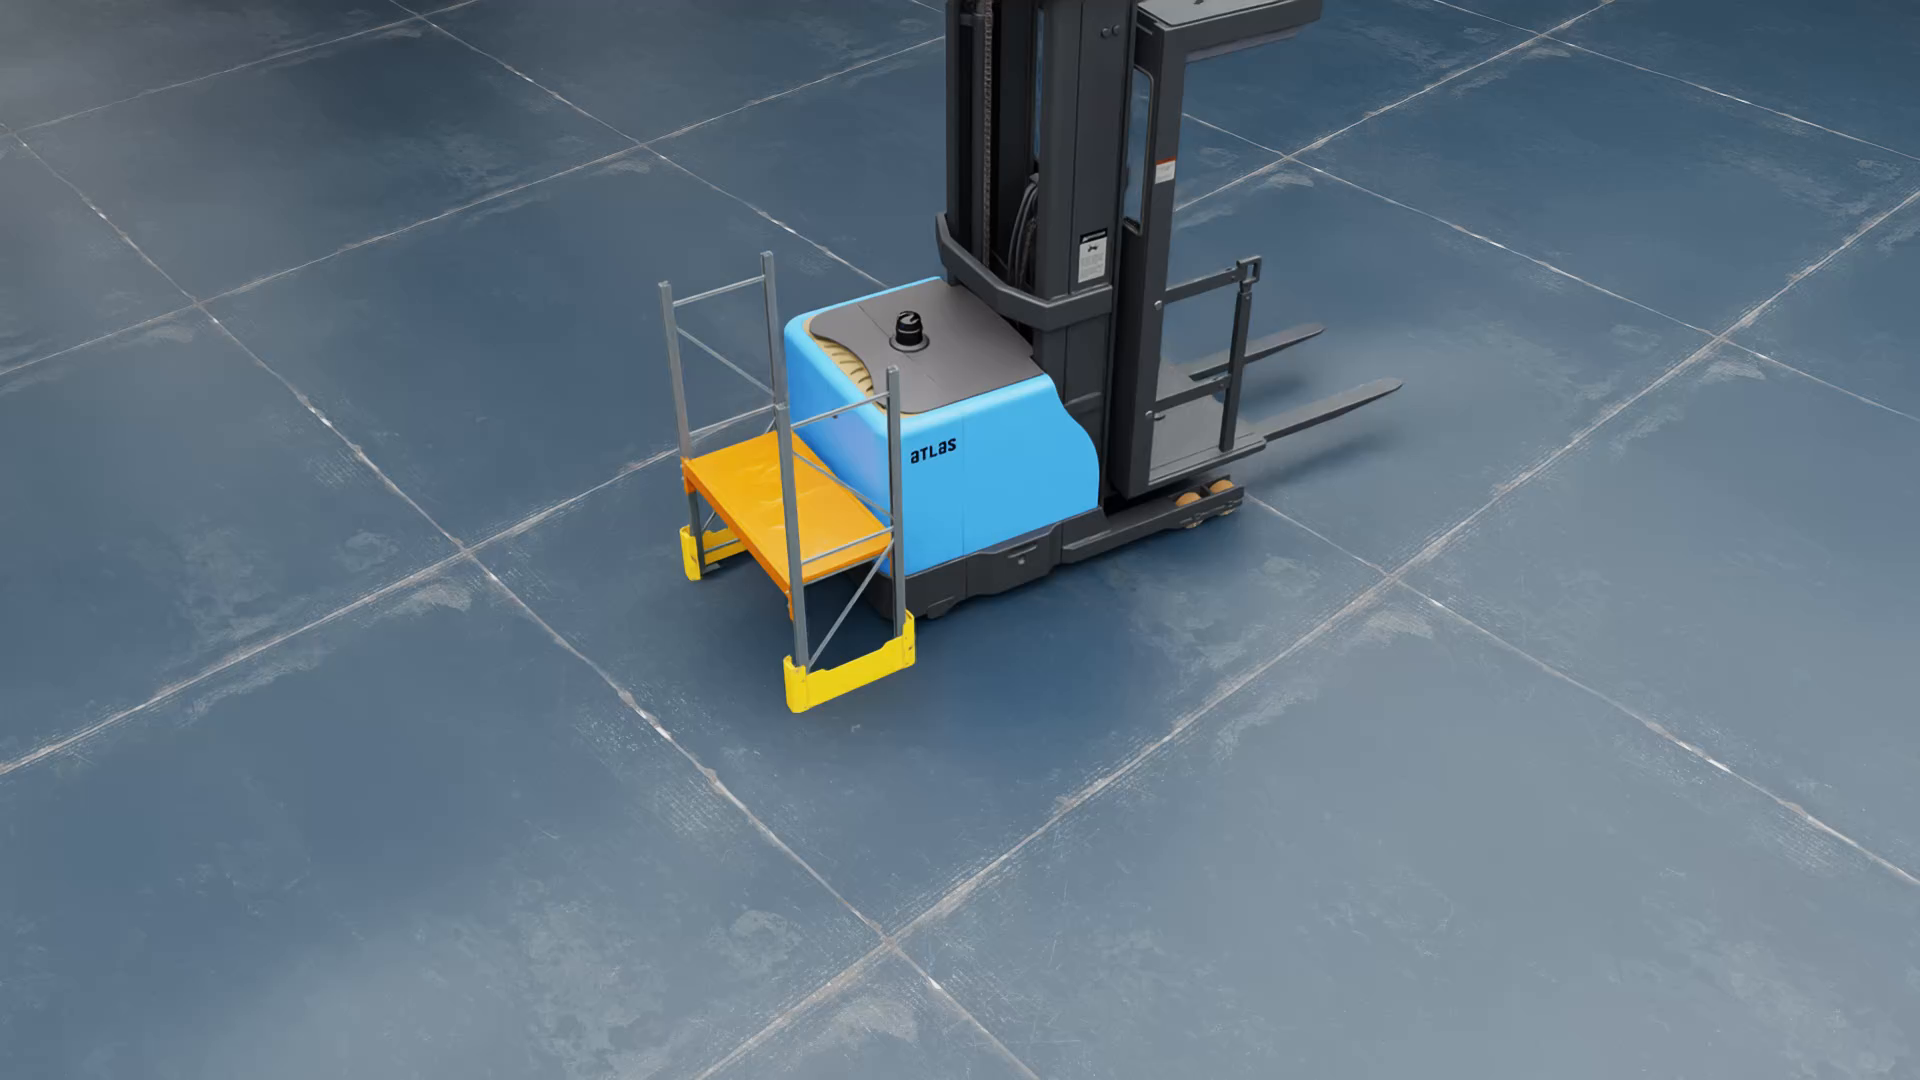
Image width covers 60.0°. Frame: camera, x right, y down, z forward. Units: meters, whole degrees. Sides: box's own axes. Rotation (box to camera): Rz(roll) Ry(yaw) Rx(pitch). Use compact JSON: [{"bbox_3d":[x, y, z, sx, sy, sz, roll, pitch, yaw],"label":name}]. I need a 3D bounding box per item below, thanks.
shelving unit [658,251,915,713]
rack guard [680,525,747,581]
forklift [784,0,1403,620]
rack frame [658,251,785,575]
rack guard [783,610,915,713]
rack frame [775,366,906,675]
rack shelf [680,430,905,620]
[{"bbox_3d":[-0.719,-0.248,6.863,0.587,1.500,1.083,-22,44,-24],"label":"shelving unit"},{"bbox_3d":[-0.984,-0.027,7.584,0.587,0.250,0.087,-22,44,-24],"label":"rack guard"},{"bbox_3d":[0.755,-1.466,7.232,3.031,2.935,1.130,-20,43,-23],"label":"forklift"},{"bbox_3d":[-0.985,-0.513,7.192,0.500,1.500,0.032,-22,44,-24],"label":"rack frame"},{"bbox_3d":[-0.454,0.503,6.928,0.587,0.250,0.087,-22,44,-24],"label":"rack guard"},{"bbox_3d":[-0.444,0.027,6.522,0.500,1.500,0.032,-22,44,-24],"label":"rack frame"},{"bbox_3d":[-0.715,-0.103,6.970,0.538,0.185,1.000,-22,44,-24],"label":"rack shelf"}]
